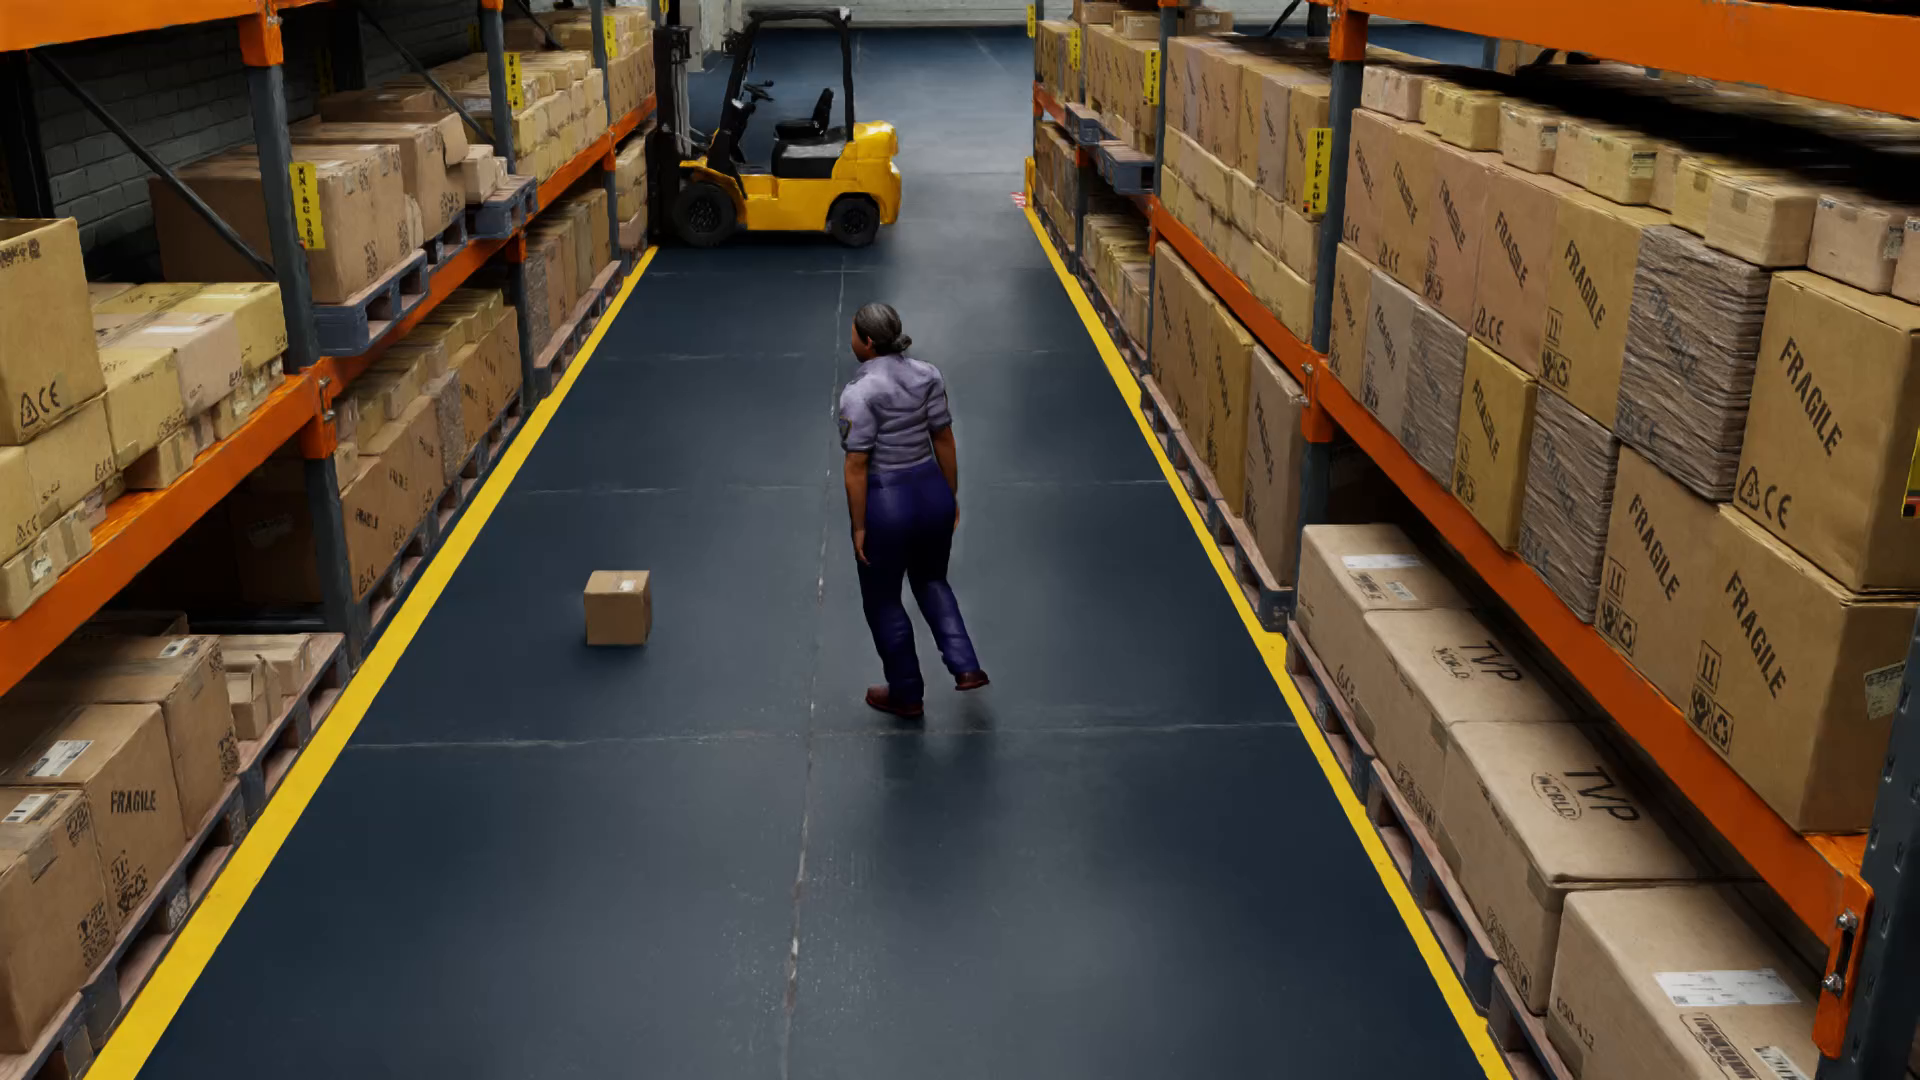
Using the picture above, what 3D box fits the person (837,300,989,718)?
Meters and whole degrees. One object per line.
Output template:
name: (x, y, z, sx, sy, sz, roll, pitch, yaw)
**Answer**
person: (-0.176, -0.089, 6.337, 0.556, 1.640, 0.530, -16, 26, -36)
